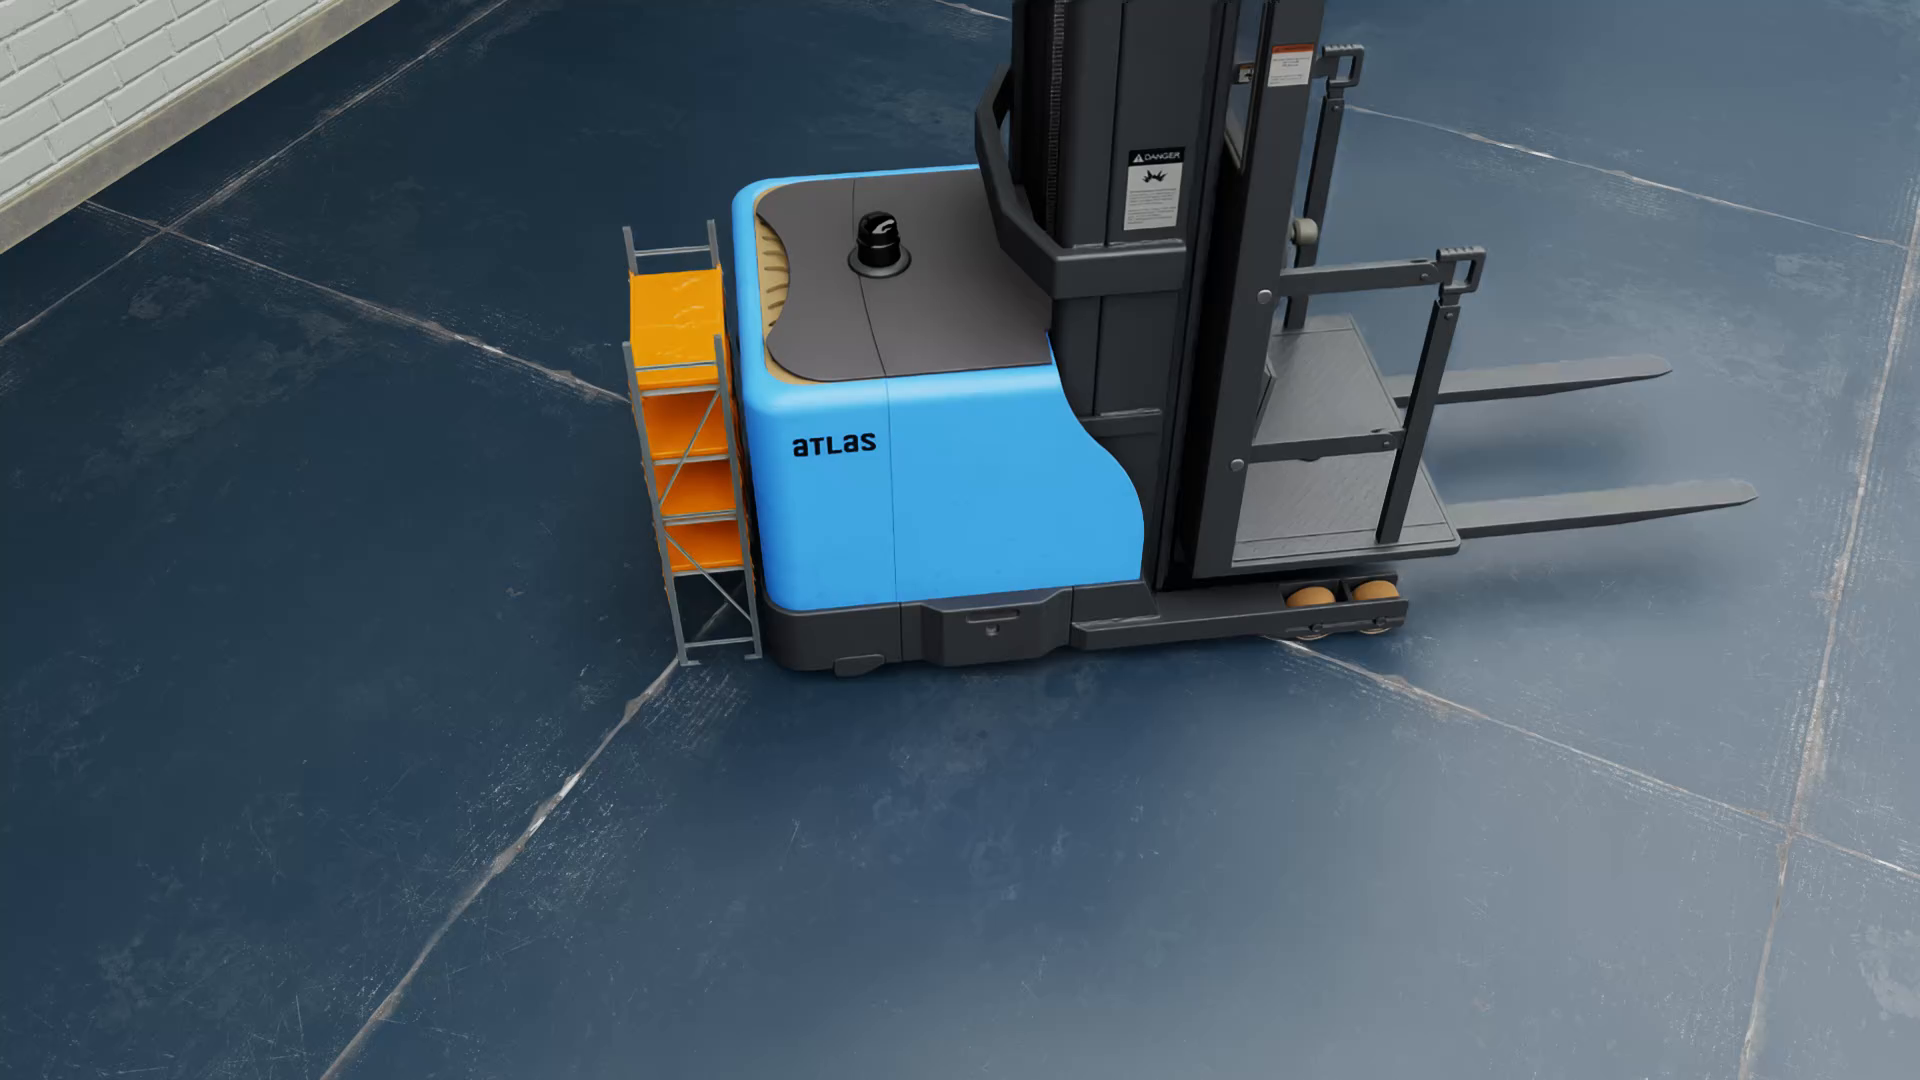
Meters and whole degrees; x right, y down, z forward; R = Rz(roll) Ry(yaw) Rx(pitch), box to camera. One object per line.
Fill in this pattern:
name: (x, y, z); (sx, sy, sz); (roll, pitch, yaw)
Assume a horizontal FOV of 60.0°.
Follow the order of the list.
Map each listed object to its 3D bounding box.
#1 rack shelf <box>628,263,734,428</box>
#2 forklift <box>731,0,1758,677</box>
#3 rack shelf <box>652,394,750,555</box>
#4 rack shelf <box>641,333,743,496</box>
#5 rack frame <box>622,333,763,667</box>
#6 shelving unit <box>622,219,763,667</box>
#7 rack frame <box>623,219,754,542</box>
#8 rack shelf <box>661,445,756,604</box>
rack shelf: (-0.735, -0.514, 4.362); (0.258, 0.148, 0.480); (-6, 46, -6)
forklift: (0.892, -1.102, 4.279); (3.031, 2.935, 1.130); (-5, 46, -5)
rack shelf: (-0.735, -0.191, 4.689); (0.258, 0.148, 0.480); (-6, 46, -6)
rack shelf: (-0.735, -0.348, 4.530); (0.258, 0.148, 0.480); (-6, 46, -6)
rack frame: (-0.701, -0.066, 4.472); (0.240, 1.200, 0.015); (-6, 46, -6)
shelving unit: (-0.735, -0.238, 4.642); (0.258, 1.200, 0.503); (-6, 46, -6)
rack frame: (-0.768, -0.410, 4.812); (0.240, 1.200, 0.015); (-6, 46, -6)
rack shelf: (-0.735, -0.051, 4.831); (0.258, 0.148, 0.480); (-6, 46, -6)
